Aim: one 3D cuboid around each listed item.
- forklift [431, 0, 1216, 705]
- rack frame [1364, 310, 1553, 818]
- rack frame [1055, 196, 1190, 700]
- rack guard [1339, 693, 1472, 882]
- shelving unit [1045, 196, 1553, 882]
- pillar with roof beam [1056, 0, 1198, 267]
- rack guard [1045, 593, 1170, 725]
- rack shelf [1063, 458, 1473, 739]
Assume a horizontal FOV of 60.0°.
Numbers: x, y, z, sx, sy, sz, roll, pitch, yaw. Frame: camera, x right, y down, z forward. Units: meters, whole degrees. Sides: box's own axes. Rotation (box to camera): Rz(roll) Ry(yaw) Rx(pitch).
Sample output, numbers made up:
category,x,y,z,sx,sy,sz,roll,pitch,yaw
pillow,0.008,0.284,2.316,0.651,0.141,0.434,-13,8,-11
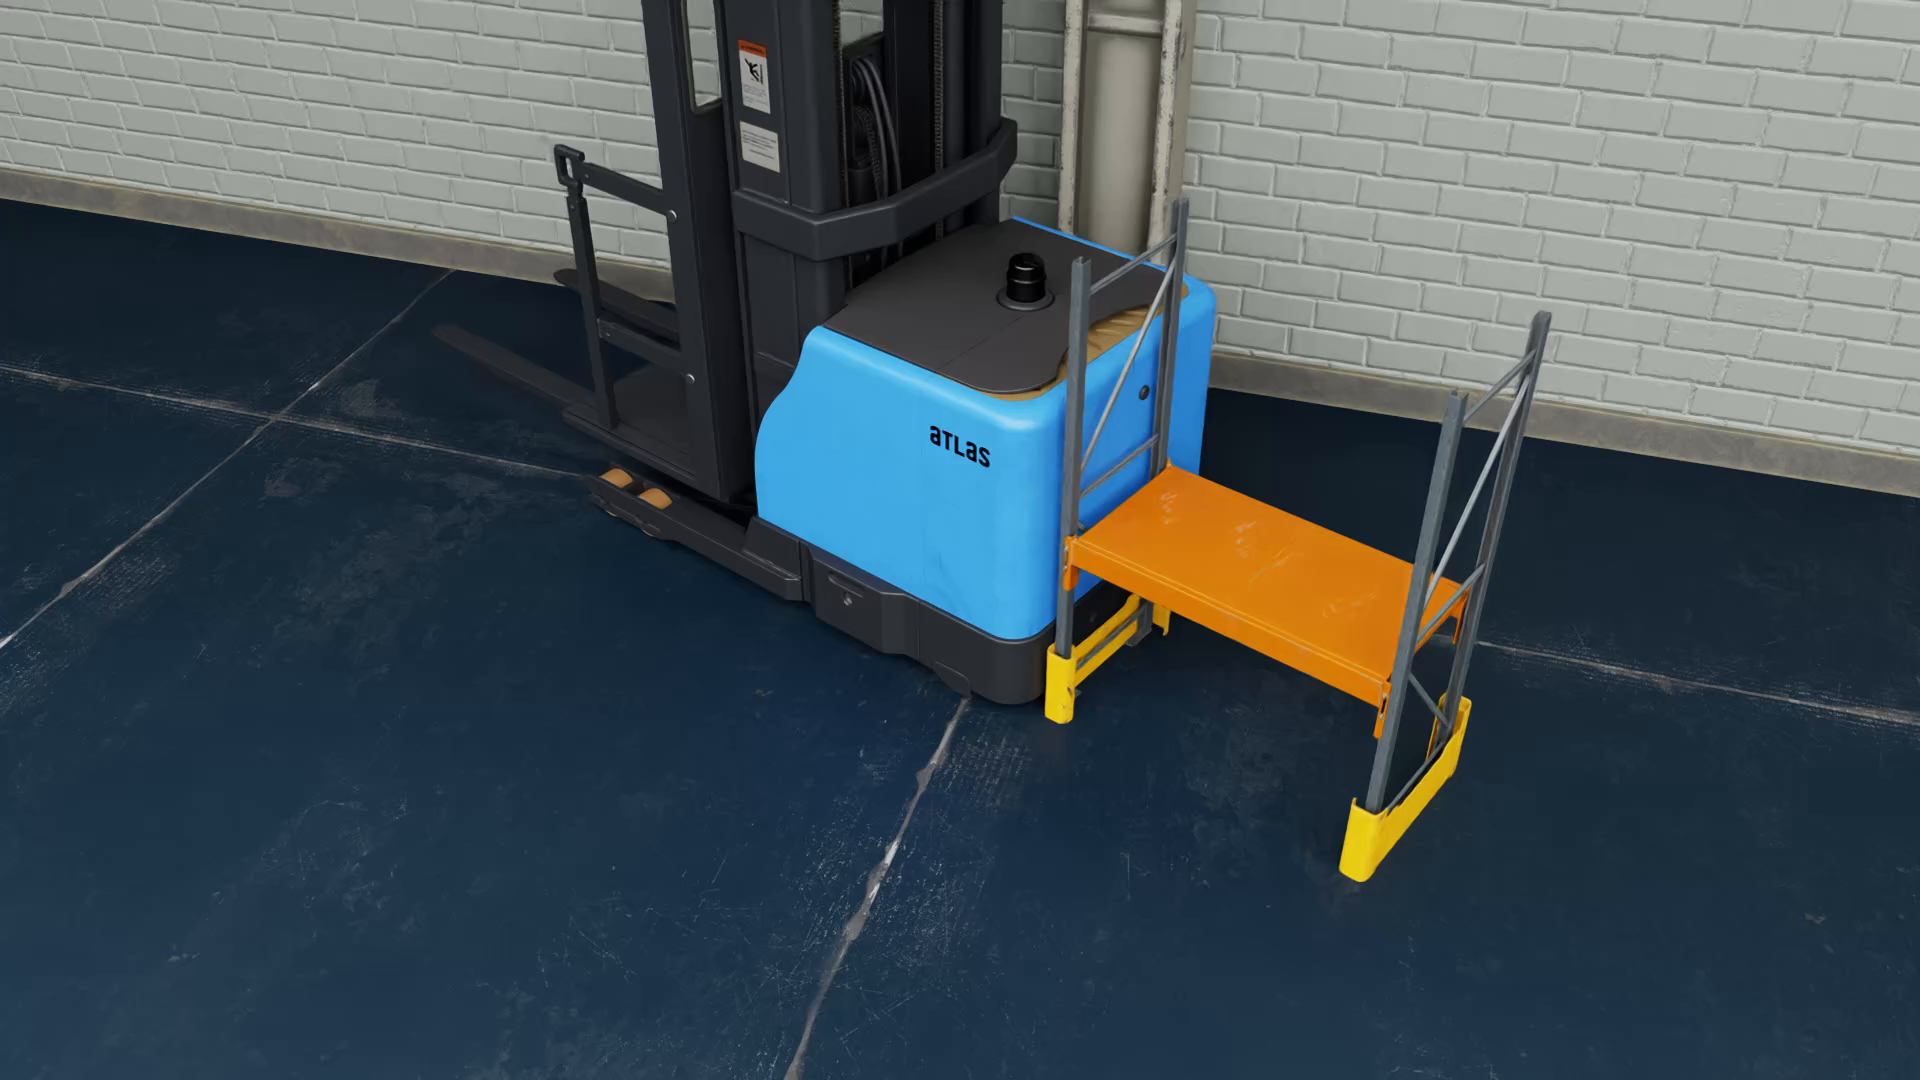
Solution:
category,x,y,z,sx,sy,sz,roll,pitch,yaw
forklift,-0.678,-1.410,5.193,3.031,2.935,1.130,26,43,30
rack frame,1.240,0.176,4.246,0.032,1.500,0.500,26,43,30
rack frame,0.449,-0.202,4.760,0.032,1.500,0.500,26,43,30
rack guard,1.240,0.679,4.617,0.087,0.250,0.587,26,43,30
shelving unit,0.852,-0.010,4.498,1.083,1.500,0.587,26,43,30
pillar with roof beam,-0.697,-1.794,0.596,0.400,9.000,9.100,10,38,14
rack guard,0.464,0.308,5.120,0.087,0.250,0.587,26,43,30
rack shelf,0.845,0.131,4.610,1.000,0.185,0.538,26,43,30
